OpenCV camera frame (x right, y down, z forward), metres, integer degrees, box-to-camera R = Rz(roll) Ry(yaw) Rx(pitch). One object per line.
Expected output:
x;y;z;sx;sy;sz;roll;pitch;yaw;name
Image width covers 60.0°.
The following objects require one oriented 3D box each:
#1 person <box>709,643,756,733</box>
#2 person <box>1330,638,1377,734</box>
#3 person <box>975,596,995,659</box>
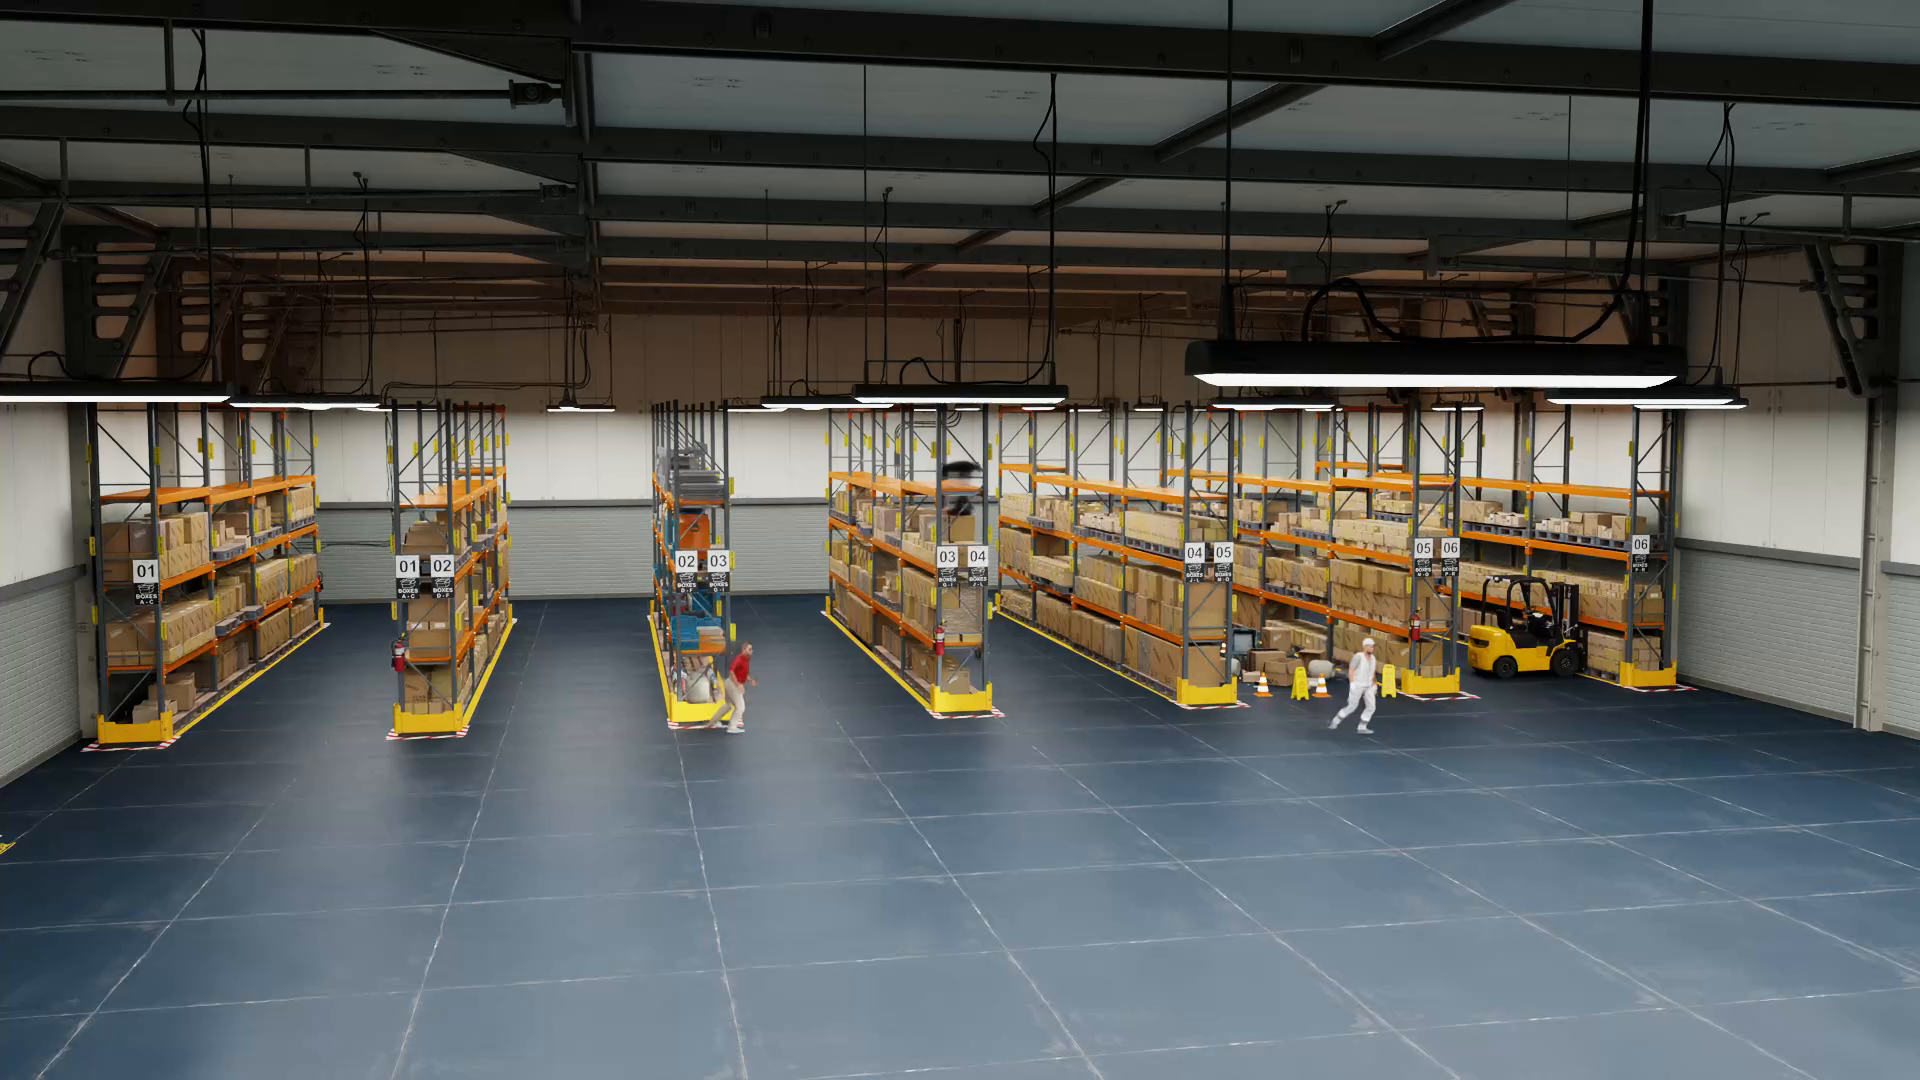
-4.115;2.653;29.973;0.863;1.634;0.701;0;4;-2;person
7.097;2.612;29.824;0.836;1.723;0.655;-3;5;-31;person
0.511;1.920;39.092;0.626;1.739;0.712;-1;5;-18;person
